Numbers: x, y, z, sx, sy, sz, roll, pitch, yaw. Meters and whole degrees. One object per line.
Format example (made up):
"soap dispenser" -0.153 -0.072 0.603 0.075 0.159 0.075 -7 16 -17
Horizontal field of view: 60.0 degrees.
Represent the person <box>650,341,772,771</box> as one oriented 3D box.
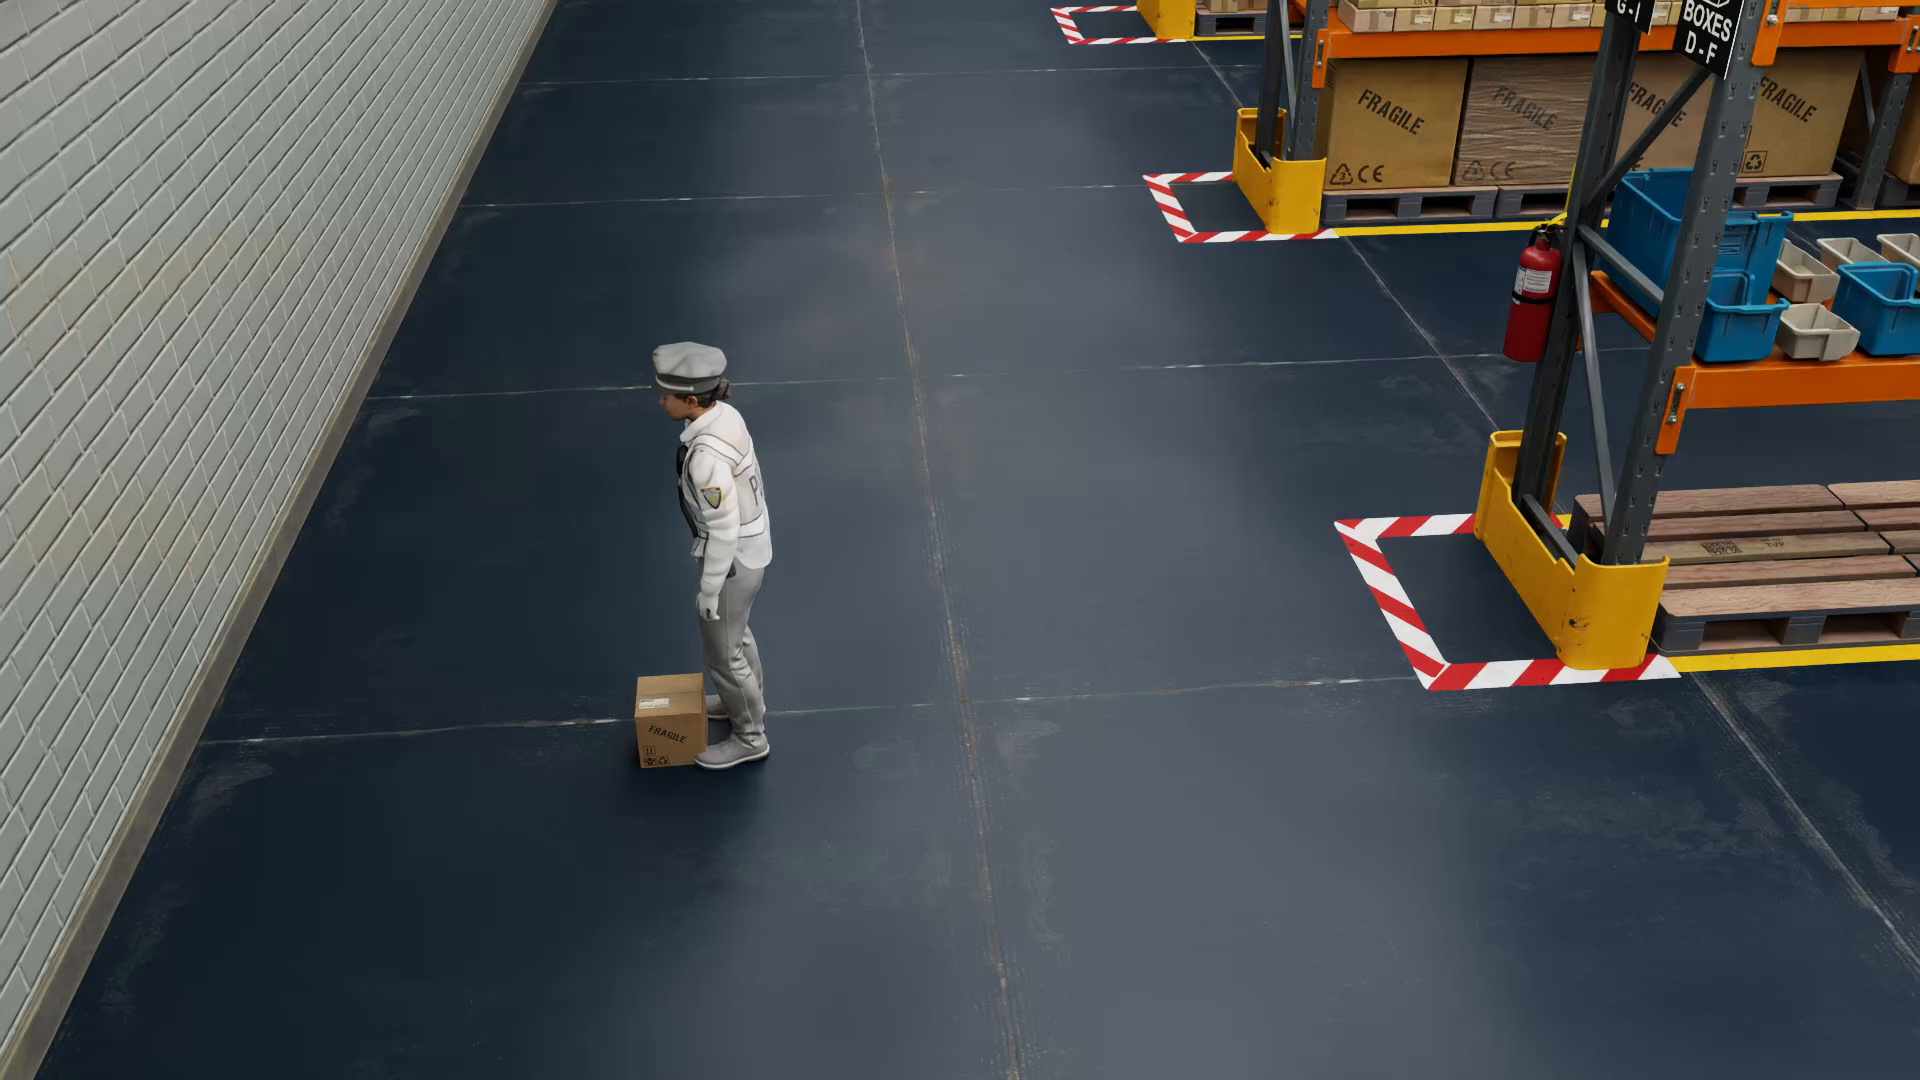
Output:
"person" -0.864 0.068 6.018 0.372 1.663 0.528 -3 31 -4
